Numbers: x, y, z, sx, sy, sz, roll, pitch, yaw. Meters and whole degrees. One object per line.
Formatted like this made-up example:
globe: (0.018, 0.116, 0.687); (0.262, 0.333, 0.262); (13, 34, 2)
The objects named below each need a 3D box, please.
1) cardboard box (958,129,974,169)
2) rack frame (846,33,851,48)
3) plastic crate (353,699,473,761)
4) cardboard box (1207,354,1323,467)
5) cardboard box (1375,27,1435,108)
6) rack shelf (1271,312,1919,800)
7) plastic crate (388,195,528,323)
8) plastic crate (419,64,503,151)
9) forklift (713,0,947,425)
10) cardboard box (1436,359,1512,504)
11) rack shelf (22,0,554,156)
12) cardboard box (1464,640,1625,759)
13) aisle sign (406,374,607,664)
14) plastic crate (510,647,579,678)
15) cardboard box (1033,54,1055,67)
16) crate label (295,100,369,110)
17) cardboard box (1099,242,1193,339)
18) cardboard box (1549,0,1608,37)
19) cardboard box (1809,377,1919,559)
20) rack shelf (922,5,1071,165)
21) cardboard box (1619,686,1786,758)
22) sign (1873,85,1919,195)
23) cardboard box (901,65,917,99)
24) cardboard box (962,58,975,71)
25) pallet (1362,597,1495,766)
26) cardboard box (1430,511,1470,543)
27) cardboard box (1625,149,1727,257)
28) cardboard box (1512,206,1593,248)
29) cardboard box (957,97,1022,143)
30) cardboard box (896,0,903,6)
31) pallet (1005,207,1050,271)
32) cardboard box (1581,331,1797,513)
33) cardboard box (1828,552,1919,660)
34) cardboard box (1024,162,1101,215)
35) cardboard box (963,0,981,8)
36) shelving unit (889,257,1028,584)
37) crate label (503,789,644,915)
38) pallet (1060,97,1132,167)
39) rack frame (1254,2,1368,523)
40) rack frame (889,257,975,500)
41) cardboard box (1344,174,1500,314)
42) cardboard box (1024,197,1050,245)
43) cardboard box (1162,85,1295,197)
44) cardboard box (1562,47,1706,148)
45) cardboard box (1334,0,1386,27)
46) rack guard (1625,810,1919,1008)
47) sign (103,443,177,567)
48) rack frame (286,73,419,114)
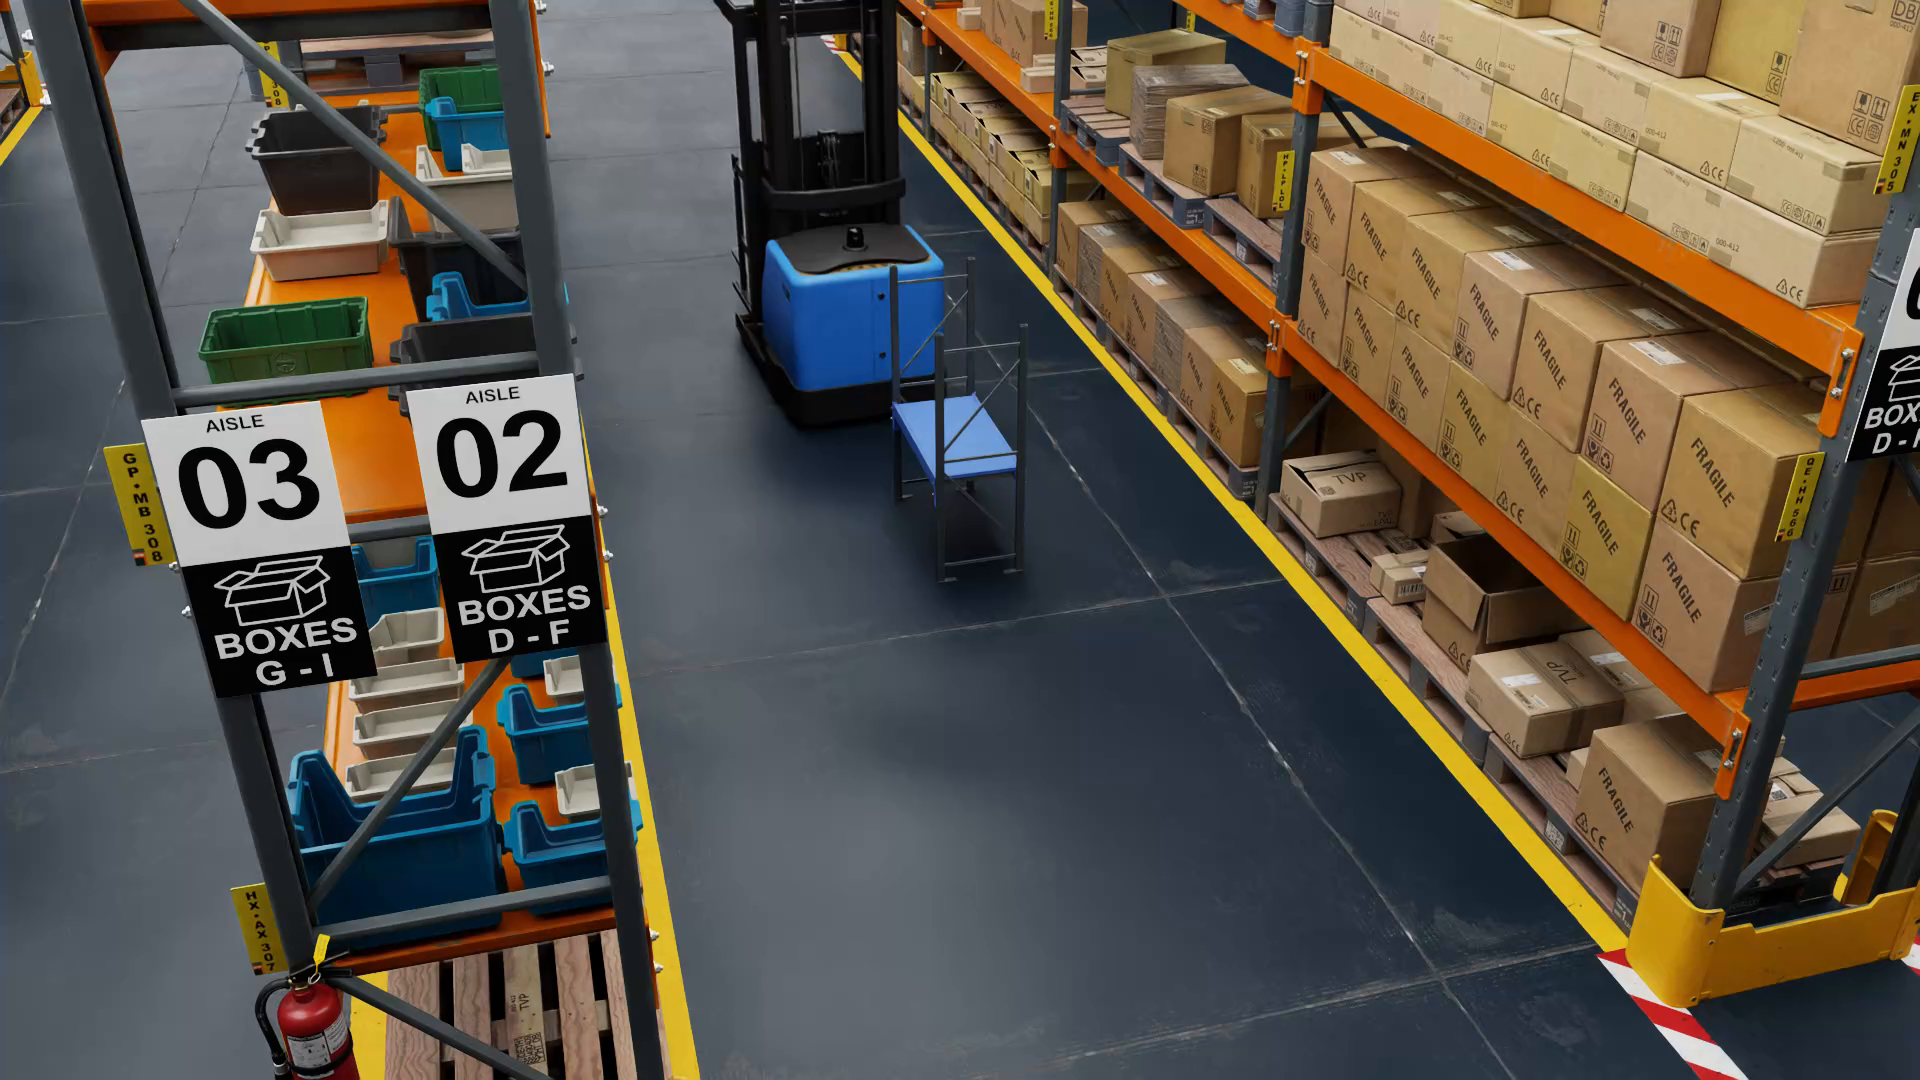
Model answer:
cardboard box: (0.290, -3.630, 15.353); (0.500, 0.250, 0.500); (-9, 31, -15)
rack frame: (-0.914, -7.295, 19.359); (1.000, 3.000, 0.127); (-8, 31, -13)
plastic crate: (-1.898, 0.666, 5.808); (0.396, 0.136, 0.243); (-8, 31, -13)
cardboard box: (1.863, -0.808, 10.208); (0.500, 0.500, 0.500); (-8, 31, -14)
cardboard box: (2.290, -2.223, 7.751); (0.500, 0.250, 0.500); (-8, 31, -13)
rack shelf: (2.802, -0.222, 7.857); (1.077, 0.370, 4.000); (-8, 31, -13)
plastic crate: (-1.585, -0.956, 5.475); (0.504, 0.338, 0.767); (-8, 31, -13)
plastic crate: (-2.102, -1.884, 7.229); (0.450, 0.188, 0.662); (-8, 31, -13)
forklift: (-1.032, -2.752, 11.579); (1.130, 2.935, 3.031); (-9, 31, -16)
cardboard box: (2.549, -0.526, 7.564); (0.500, 0.500, 0.500); (-8, 31, -14)
rack shelf: (-1.975, -1.988, 5.320); (1.077, 0.370, 4.000); (-8, 31, -13)
cardboard box: (2.727, 0.740, 7.783); (0.500, 0.250, 0.500); (-8, 31, -13)
aisle sign: (-1.139, -0.040, 4.230); (0.394, 0.787, 0.004); (-8, 31, -13)
plastic crate: (-1.542, 0.337, 6.281); (0.416, 0.233, 0.300); (-8, 31, -13)
cardboard box: (0.816, -3.931, 13.798); (0.380, 0.149, 0.250); (-6, 31, -10)
crate label: (-2.655, -1.752, 7.051); (0.293, 0.136, 0.466); (-8, 31, -13)
cardboard box: (1.327, -1.787, 11.899); (0.500, 0.500, 0.500); (-8, 31, -14)
cardboard box: (2.851, -2.321, 6.674); (0.700, 0.500, 0.500); (-8, 31, -13)
cardboard box: (3.469, -0.293, 6.163); (0.500, 0.500, 0.500); (-7, 31, -12)
rack shelf: (0.678, -4.086, 14.533); (1.077, 0.370, 4.000); (-8, 31, -13)
cardboard box: (3.329, 0.891, 7.523); (0.500, 0.250, 0.500); (-8, 31, -13)
sign: (2.792, -1.185, 4.924); (0.100, 0.325, 0.005); (-8, 31, -13)
cardboard box: (-0.310, -4.792, 17.361); (0.500, 0.250, 0.500); (-8, 31, -13)
cardboard box: (0.326, -4.945, 16.876); (0.500, 0.500, 0.500); (-8, 31, -13)
pallet: (2.780, 0.630, 8.451); (1.003, 0.211, 1.213); (-8, 31, -13)
cardboard box: (2.853, -0.045, 9.240); (0.380, 0.149, 0.250); (-8, 31, -13)
cardboard box: (2.820, -1.257, 6.082); (0.500, 0.250, 0.500); (-8, 31, -13)
cardboard box: (2.927, -1.275, 7.860); (0.500, 0.500, 0.500); (-8, 31, -13)
cardboard box: (0.283, -3.872, 15.212); (0.500, 0.311, 0.500); (-9, 31, -15)
cardboard box: (-0.591, -5.598, 18.004); (0.500, 0.500, 0.500); (-8, 31, -13)
pallet: (1.028, -2.627, 14.078); (1.003, 0.211, 1.213); (-8, 31, -13)
cardboard box: (2.814, -0.466, 6.462); (0.500, 0.500, 0.500); (-7, 31, -12)
cardboard box: (3.469, 0.140, 6.414); (0.500, 0.500, 0.500); (-7, 31, -12)
cardboard box: (0.833, -2.886, 13.507); (0.500, 0.311, 0.500); (-7, 31, -12)
cardboard box: (0.320, -5.066, 15.658); (0.500, 0.250, 0.500); (-6, 31, -10)
shelving unit: (-0.023, -0.690, 9.445); (0.538, 1.500, 1.048); (-8, 31, -13)
crate label: (-1.192, 0.973, 5.182); (0.416, 0.233, 0.303); (-8, 31, -13)
pallet: (1.457, -3.030, 12.182); (1.213, 0.211, 1.003); (-8, 31, -13)
rack frame: (2.271, -1.499, 9.346); (1.000, 3.000, 0.127); (-8, 31, -13)
rack frame: (-0.158, -0.936, 9.870); (0.500, 1.500, 0.032); (-8, 31, -13)
cardboard box: (2.262, -1.461, 8.182); (0.500, 0.500, 0.500); (-9, 31, -15)
cardboard box: (0.834, -2.644, 13.650); (0.500, 0.250, 0.500); (-7, 31, -12)
cardboard box: (1.742, -2.569, 10.676); (0.700, 0.500, 0.500); (-16, 34, -26)
cardboard box: (2.688, -1.715, 6.374); (0.500, 0.250, 0.500); (-8, 31, -13)
cardboard box: (2.160, -2.681, 8.044); (0.500, 0.250, 0.500); (-8, 31, -13)
rack guard: (3.312, 1.478, 6.698); (1.175, 0.500, 0.348); (-8, 31, -13)
sign: (-1.970, -0.082, 4.008); (0.100, 0.325, 0.005); (-8, 31, -13)
rack frame: (-2.506, -0.842, 8.211); (1.000, 3.000, 0.127); (-8, 31, -13)
